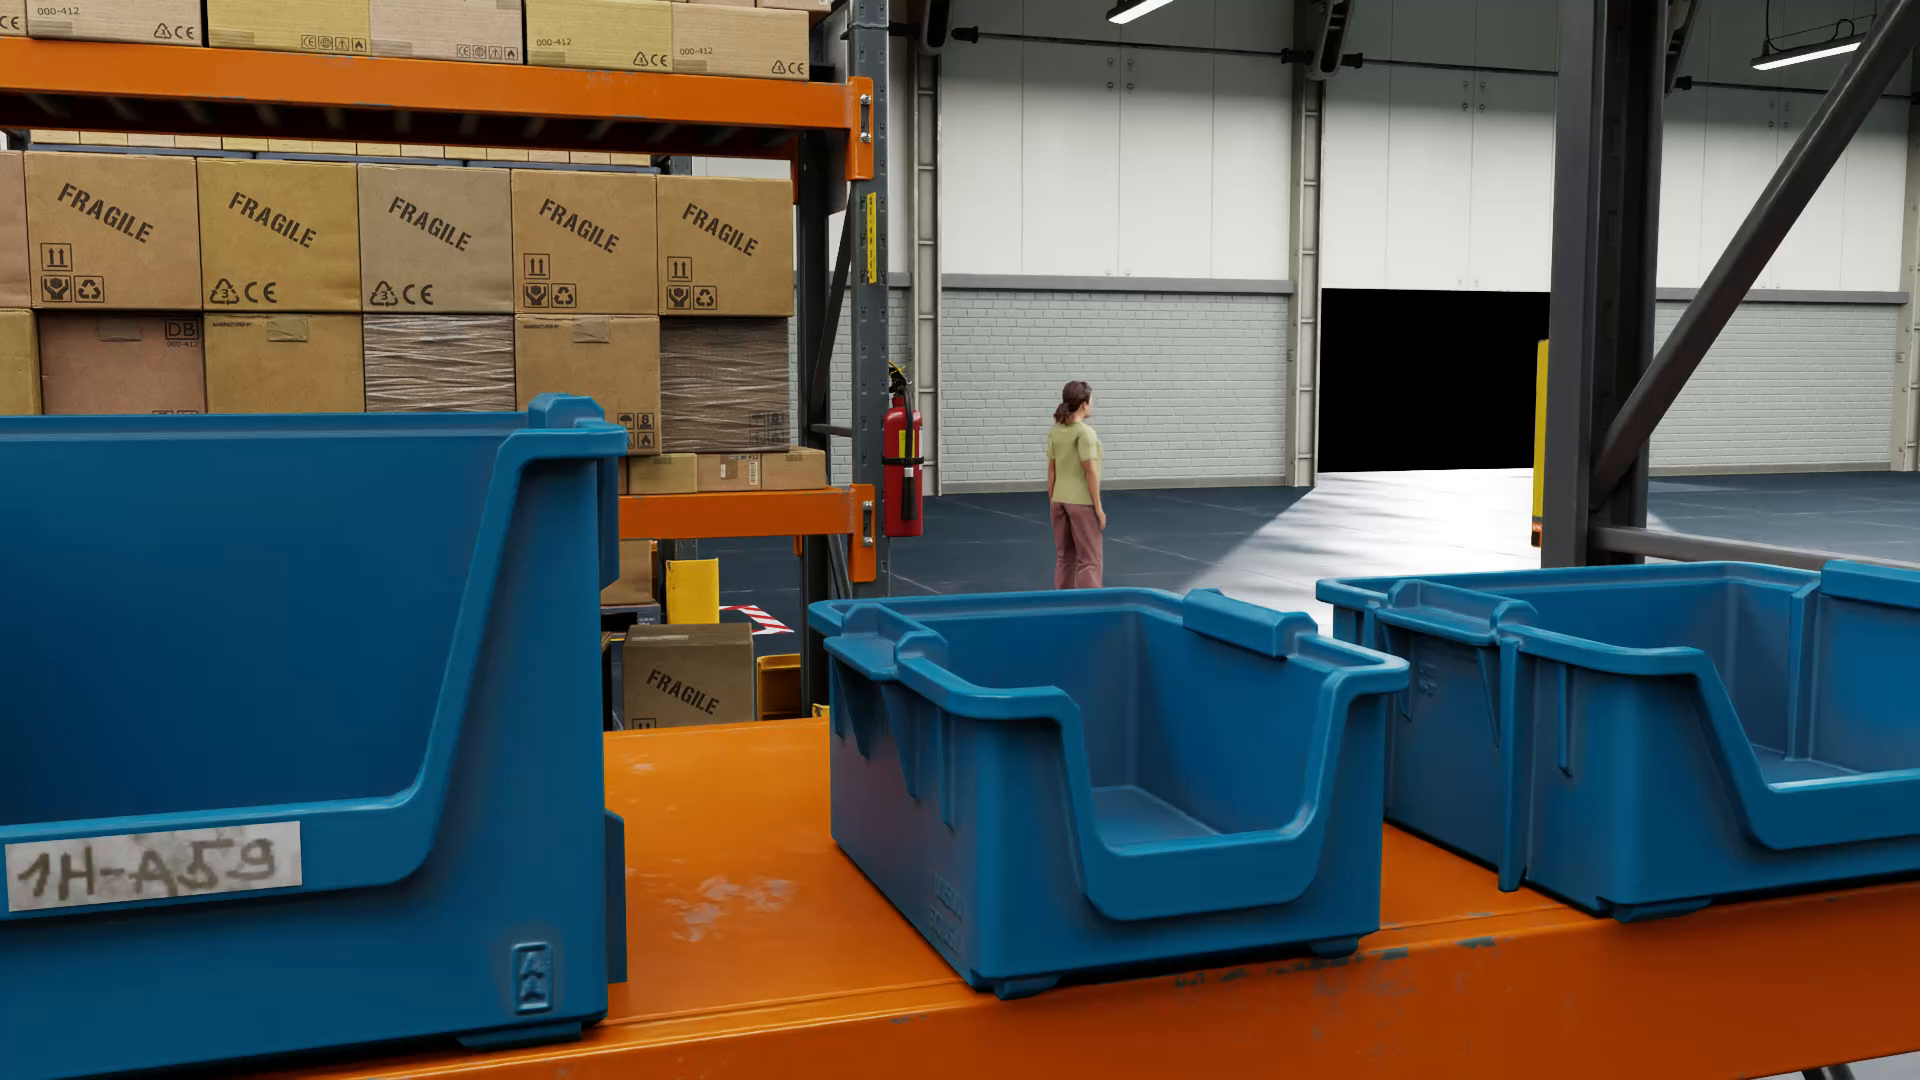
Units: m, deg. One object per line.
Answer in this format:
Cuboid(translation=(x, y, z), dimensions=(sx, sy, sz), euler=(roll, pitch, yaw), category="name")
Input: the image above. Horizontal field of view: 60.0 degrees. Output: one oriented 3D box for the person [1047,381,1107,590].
Cuboid(translation=(0.782, -0.197, 10.872), dimensions=(0.401, 1.680, 0.462), euler=(-4, 7, -36), category="person")
